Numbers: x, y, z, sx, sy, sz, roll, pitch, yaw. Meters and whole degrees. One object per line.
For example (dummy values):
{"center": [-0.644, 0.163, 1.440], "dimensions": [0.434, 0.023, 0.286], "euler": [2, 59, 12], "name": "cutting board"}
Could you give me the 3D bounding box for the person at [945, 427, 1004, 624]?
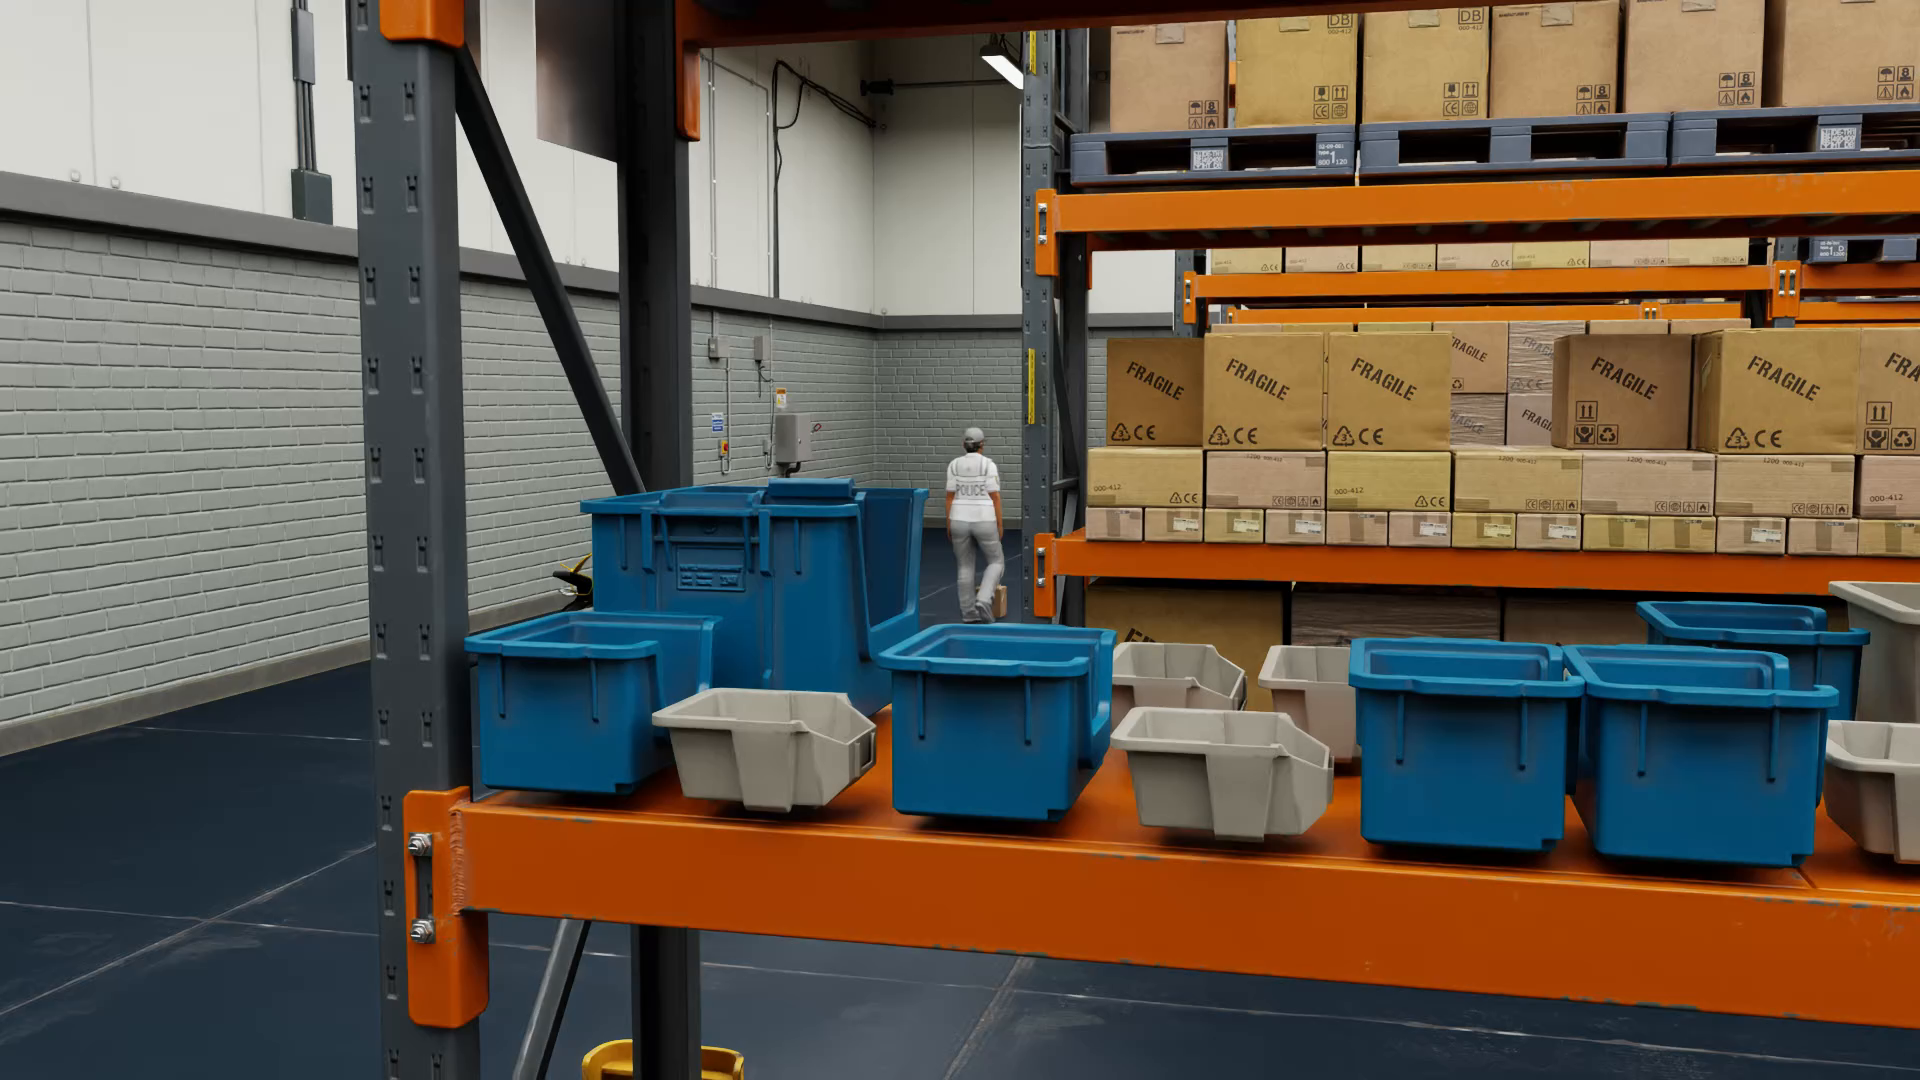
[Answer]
{"center": [0.123, -0.116, 14.077], "dimensions": [0.493, 1.677, 0.535], "euler": [2, 5, 19], "name": "person"}
